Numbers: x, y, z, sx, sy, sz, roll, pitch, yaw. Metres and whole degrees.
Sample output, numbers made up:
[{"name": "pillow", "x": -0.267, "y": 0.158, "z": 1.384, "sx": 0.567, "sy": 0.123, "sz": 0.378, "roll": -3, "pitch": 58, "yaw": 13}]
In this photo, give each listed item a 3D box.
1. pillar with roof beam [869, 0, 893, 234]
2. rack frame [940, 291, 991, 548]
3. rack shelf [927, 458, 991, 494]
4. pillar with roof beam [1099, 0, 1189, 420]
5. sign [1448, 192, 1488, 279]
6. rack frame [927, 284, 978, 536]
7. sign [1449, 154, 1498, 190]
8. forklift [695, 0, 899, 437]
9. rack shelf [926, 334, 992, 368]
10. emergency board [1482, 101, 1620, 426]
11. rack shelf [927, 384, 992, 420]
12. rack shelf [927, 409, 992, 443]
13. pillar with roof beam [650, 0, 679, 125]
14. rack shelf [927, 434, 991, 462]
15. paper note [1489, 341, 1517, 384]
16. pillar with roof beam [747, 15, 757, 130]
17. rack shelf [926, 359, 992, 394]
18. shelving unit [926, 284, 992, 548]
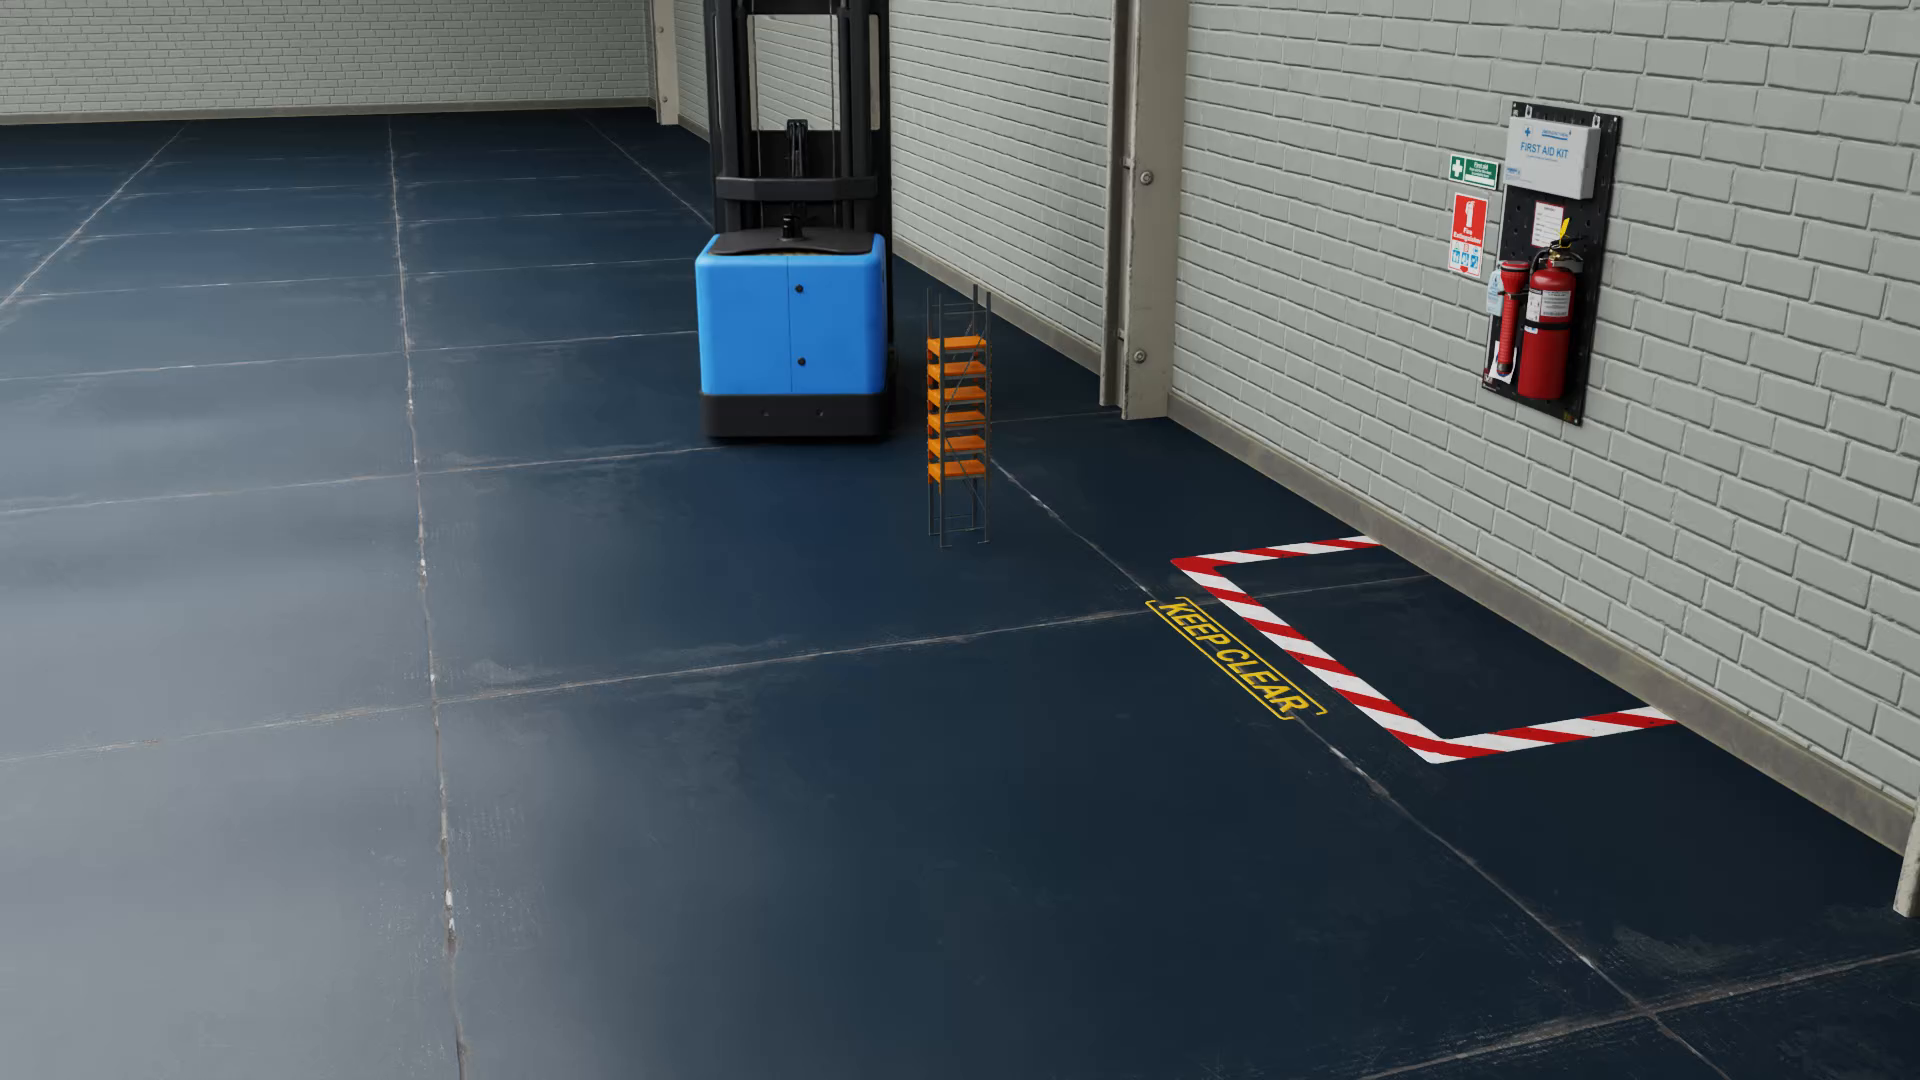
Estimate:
[{"name": "pillar with roof beam", "x": -4.906, "y": -6.498, "z": 12.695, "sx": 9.100, "sy": 9.000, "sz": 0.400, "roll": -6, "pitch": 21, "yaw": -17}, {"name": "rack frame", "x": 0.024, "y": -0.540, "z": 7.645, "sx": 0.240, "sy": 1.200, "sz": 0.006, "roll": -6, "pitch": 21, "yaw": -17}, {"name": "rack shelf", "x": -0.005, "y": -0.302, "z": 7.823, "sx": 0.258, "sy": 0.103, "sz": 0.180, "roll": -6, "pitch": 21, "yaw": -17}, {"name": "pillar with roof beam", "x": -3.020, "y": -4.572, "z": 7.334, "sx": 9.100, "sy": 9.000, "sz": 0.400, "roll": -6, "pitch": 21, "yaw": -17}, {"name": "sign", "x": 2.136, "y": -1.283, "z": 6.999, "sx": 0.001, "sy": 0.329, "sz": 0.234, "roll": -6, "pitch": 21, "yaw": -17}, {"name": "rack frame", "x": -0.033, "y": -0.599, "z": 7.808, "sx": 0.240, "sy": 1.200, "sz": 0.006, "roll": -6, "pitch": 21, "yaw": -17}, {"name": "sign", "x": 2.129, "y": -1.530, "z": 6.902, "sx": 0.001, "sy": 0.109, "sz": 0.331, "roll": -6, "pitch": 21, "yaw": -17}, {"name": "forklift", "x": -0.963, "y": -2.404, "z": 10.274, "sx": 1.130, "sy": 2.935, "sz": 3.031, "roll": 0, "pitch": 20, "yaw": -1}, {"name": "rack shelf", "x": -0.005, "y": -0.866, "z": 7.620, "sx": 0.258, "sy": 0.103, "sz": 0.180, "roll": -6, "pitch": 21, "yaw": -17}, {"name": "emergency board", "x": 2.212, "y": -1.078, "z": 6.480, "sx": 0.194, "sy": 1.169, "sz": 0.643, "roll": -6, "pitch": 21, "yaw": -17}, {"name": "rack shelf", "x": -0.005, "y": -0.640, "z": 7.701, "sx": 0.258, "sy": 0.103, "sz": 0.180, "roll": -6, "pitch": 21, "yaw": -17}, {"name": "rack shelf", "x": -0.005, "y": -0.528, "z": 7.742, "sx": 0.258, "sy": 0.103, "sz": 0.180, "roll": -6, "pitch": 21, "yaw": -17}, {"name": "pillar with roof beam", "x": -8.678, "y": -10.349, "z": 23.416, "sx": 9.100, "sy": 9.000, "sz": 0.400, "roll": -6, "pitch": 21, "yaw": -17}, {"name": "rack shelf", "x": -0.005, "y": -0.415, "z": 7.782, "sx": 0.258, "sy": 0.103, "sz": 0.180, "roll": -6, "pitch": 21, "yaw": -17}, {"name": "paper note", "x": 2.222, "y": -0.728, "z": 6.808, "sx": 0.016, "sy": 0.148, "sz": 0.142, "roll": -6, "pitch": 21, "yaw": -17}, {"name": "pillar with roof beam", "x": -6.792, "y": -8.423, "z": 18.055, "sx": 9.100, "sy": 9.000, "sz": 0.400, "roll": -6, "pitch": 21, "yaw": -17}, {"name": "rack shelf", "x": -0.005, "y": -0.753, "z": 7.660, "sx": 0.258, "sy": 0.103, "sz": 0.180, "roll": -6, "pitch": 21, "yaw": -17}, {"name": "shelving unit", "x": -0.005, "y": -0.569, "z": 7.727, "sx": 0.258, "sy": 1.200, "sz": 0.189, "roll": -6, "pitch": 21, "yaw": -17}]
